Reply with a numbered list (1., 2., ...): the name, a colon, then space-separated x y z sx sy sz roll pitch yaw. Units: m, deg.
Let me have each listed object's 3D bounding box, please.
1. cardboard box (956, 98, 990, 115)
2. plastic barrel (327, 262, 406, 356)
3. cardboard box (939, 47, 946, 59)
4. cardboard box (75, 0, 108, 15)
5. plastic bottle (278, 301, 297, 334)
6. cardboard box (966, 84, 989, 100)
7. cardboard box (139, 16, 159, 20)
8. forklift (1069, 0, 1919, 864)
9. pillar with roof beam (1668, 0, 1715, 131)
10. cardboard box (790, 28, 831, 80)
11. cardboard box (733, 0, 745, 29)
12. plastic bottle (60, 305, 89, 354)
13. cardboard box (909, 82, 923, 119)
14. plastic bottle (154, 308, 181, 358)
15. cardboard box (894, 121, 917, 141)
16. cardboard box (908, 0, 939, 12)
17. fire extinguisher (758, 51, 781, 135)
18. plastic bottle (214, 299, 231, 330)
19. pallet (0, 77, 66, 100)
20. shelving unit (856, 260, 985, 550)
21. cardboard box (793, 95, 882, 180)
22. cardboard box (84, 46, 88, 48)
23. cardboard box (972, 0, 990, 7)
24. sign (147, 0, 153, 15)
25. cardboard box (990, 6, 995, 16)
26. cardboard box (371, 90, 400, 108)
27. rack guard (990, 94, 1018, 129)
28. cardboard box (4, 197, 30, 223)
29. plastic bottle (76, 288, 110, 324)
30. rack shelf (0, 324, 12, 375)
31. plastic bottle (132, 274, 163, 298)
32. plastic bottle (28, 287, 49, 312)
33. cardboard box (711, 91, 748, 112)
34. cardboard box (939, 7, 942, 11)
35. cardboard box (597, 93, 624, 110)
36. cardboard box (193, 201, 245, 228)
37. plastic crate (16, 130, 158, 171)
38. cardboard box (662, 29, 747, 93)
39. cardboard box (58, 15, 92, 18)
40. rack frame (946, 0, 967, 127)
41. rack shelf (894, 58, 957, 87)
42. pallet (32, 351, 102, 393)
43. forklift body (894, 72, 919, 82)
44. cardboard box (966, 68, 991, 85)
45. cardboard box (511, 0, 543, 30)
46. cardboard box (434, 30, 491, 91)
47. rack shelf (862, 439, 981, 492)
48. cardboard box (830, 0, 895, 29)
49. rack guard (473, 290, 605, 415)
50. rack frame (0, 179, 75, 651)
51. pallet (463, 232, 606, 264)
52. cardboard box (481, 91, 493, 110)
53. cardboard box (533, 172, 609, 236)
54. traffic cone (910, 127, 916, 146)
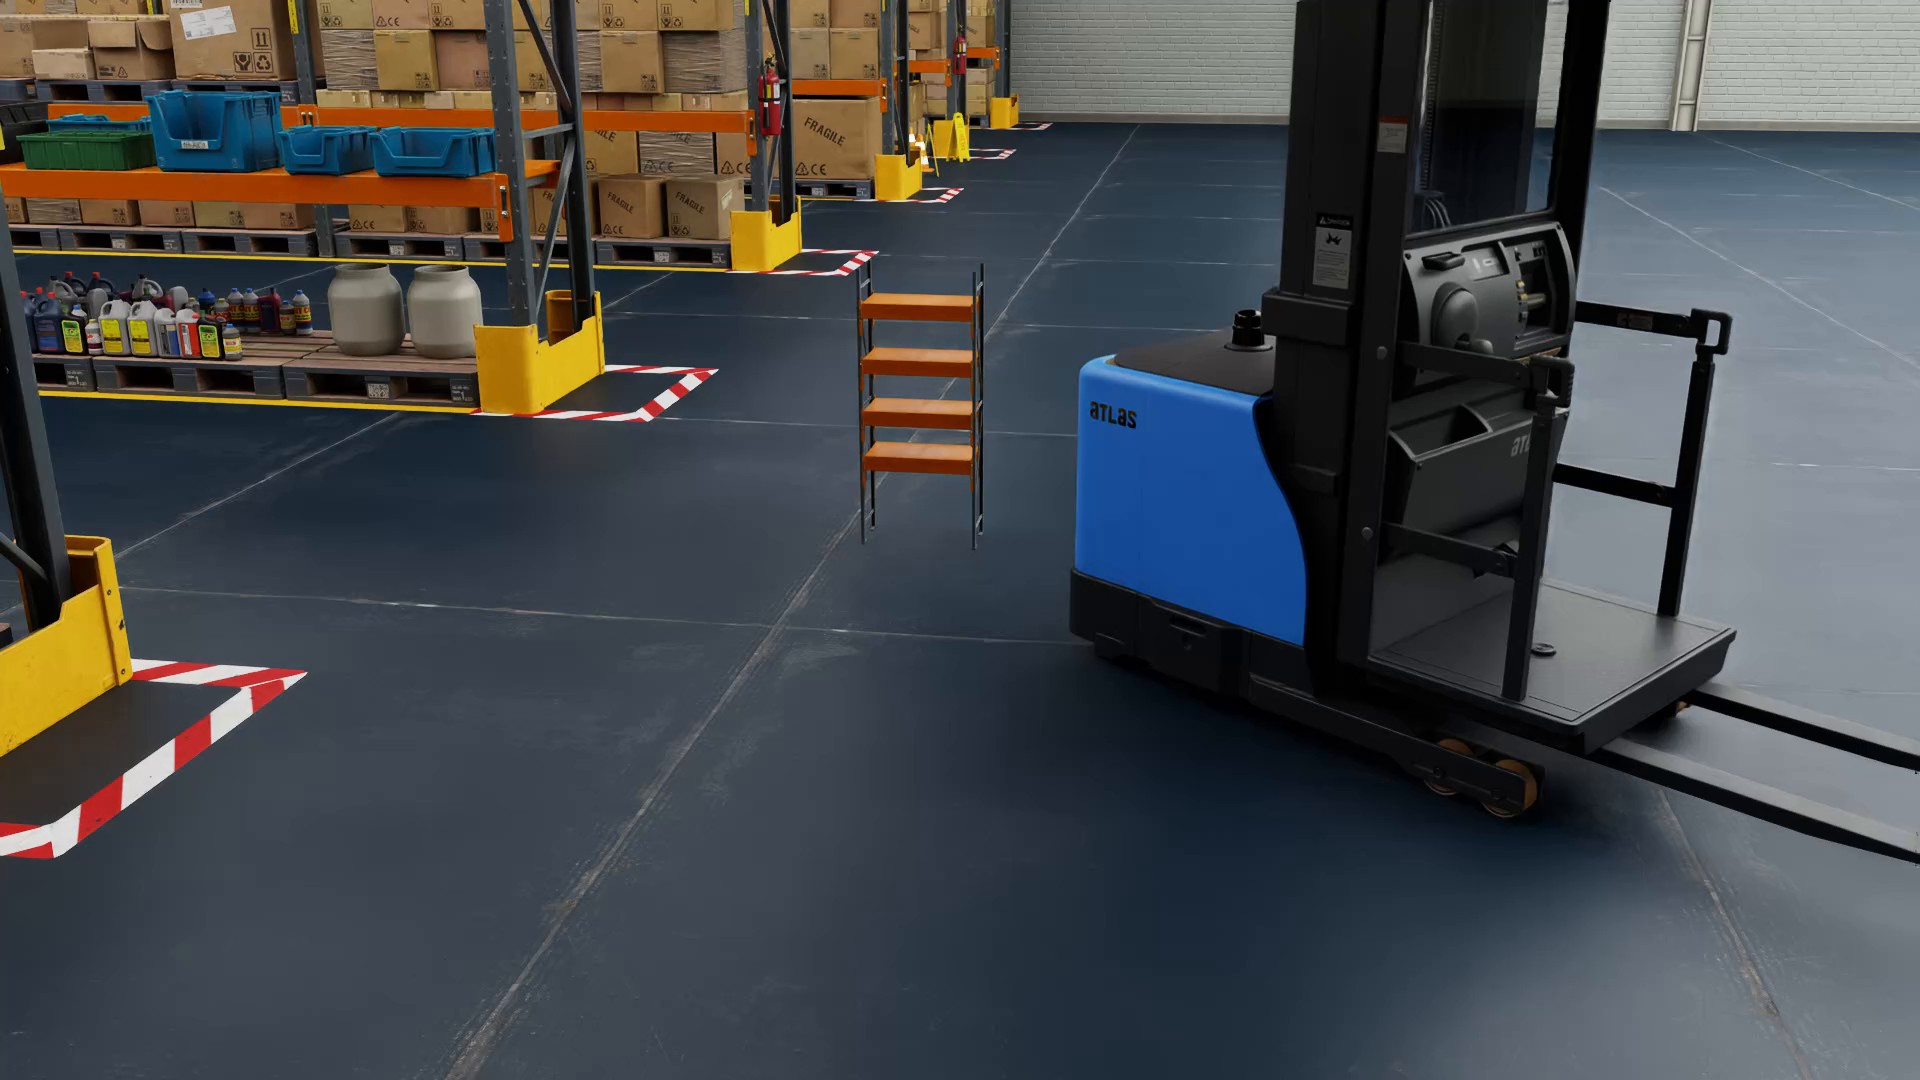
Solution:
1. cardboard box: 0.224 -7.364 28.257 0.500 0.250 0.500 3 19 9
2. plastic barrel: -3.560 -1.387 9.979 0.421 0.512 0.421 0 18 0
3. cardboard box: -0.349 -6.952 23.749 0.250 0.149 0.380 3 19 9
4. cardboard box: -12.904 -8.080 24.991 0.500 0.500 0.500 3 19 8
5. plastic bottle: -4.246 -1.409 10.502 0.097 0.201 0.097 0 18 0
6. cardboard box: 0.207 -7.603 28.183 0.500 0.250 0.500 3 19 8
7. cardboard box: -9.434 -6.093 19.581 0.250 0.149 0.380 3 19 8
8. forklift: 1.776 -0.760 4.955 1.130 2.935 3.031 -17 25 -41
9. pillar with roof beam: 11.358 -9.754 22.273 0.400 9.000 9.100 3 19 9
10. cardboard box: -1.651 -5.530 18.866 0.550 0.550 0.875 3 19 9
11. cardboard box: -2.118 -4.660 14.302 0.500 0.500 0.500 3 19 9
12. plastic bottle: -5.279 -1.253 9.909 0.133 0.283 0.061 4 19 11
13. cardboard box: -0.822 -6.368 24.098 0.500 0.500 0.500 2 19 7
14. plastic bottle: -4.668 -1.233 9.860 0.135 0.276 0.152 2 19 7
15. cardboard box: -0.911 -5.842 23.707 0.500 0.250 0.500 3 19 8
16. cardboard box: -0.585 -7.609 23.115 0.500 0.500 0.700 2 19 7
17. fire extinguisher: -1.578 -3.698 13.749 0.183 0.674 0.296 3 19 9
18. plastic bottle: -4.679 -1.431 10.568 0.097 0.201 0.097 0 18 0
19. pallet: -8.796 -4.194 15.412 1.003 0.211 1.213 3 19 9
20. shelving unit: -0.163 -0.577 7.138 0.503 1.200 0.258 3 19 9
21. cardboard box: -1.411 -4.638 19.125 0.875 0.875 0.875 3 19 9
22. cardboard box: -7.827 -4.423 15.345 0.258 0.266 0.396 2 19 7
23. cardboard box: 0.351 -8.993 27.803 0.250 0.149 0.380 3 19 9
24. sign: -11.981 -7.867 24.600 0.005 0.325 0.100 3 19 9
25. cardboard box: 0.444 -8.998 28.288 0.250 0.149 0.380 2 19 7
26. cardboard box: -4.907 -3.841 14.452 0.250 0.149 0.380 3 19 9
27. rack guard: 0.761 -7.358 28.506 0.348 0.500 1.175 3 19 9
28. cardboard box: -8.852 -3.283 15.634 0.500 0.500 0.700 2 19 6
29. plastic bottle: -5.481 -1.452 10.514 0.135 0.276 0.152 3 19 9
30. rack shelf: -5.168 -0.541 5.326 4.000 0.370 1.077 3 19 9
31. plastic bottle: -5.163 -1.519 10.596 0.185 0.351 0.144 3 19 8
32. plastic bottle: -5.599 -1.361 10.125 0.185 0.351 0.144 3 19 9
33. cardboard box: -1.932 -3.715 14.075 0.250 0.149 0.380 3 19 9
34. cardboard box: -0.396 -8.881 27.938 0.250 0.149 0.380 3 19 8
35. cardboard box: -2.918 -3.767 14.231 0.250 0.149 0.380 3 19 9
36. cardboard box: -6.638 -3.177 15.316 0.500 0.500 0.700 3 19 8
37. plastic crate: -5.057 -2.277 9.715 0.662 0.188 0.450 3 19 9
38. cardboard box: -2.157 -4.109 14.231 0.500 0.500 0.875 3 19 9
39. cardboard box: -10.463 -6.145 19.738 0.250 0.149 0.380 4 19 11
40. rack frame: -0.046 -6.989 23.464 0.127 3.000 1.000 3 19 9
41. rack shelf: -2.021 -6.749 23.879 4.000 0.370 1.077 3 19 9
42. pallet: -5.696 -1.165 10.452 1.213 0.211 1.003 3 19 9
43. forklift body: -1.424 -7.666 26.824 1.214 2.155 2.313 3 19 9
44. cardboard box: 0.233 -7.839 28.101 0.500 0.250 0.500 4 19 10
45. cardboard box: -3.680 -4.574 14.045 0.500 0.500 0.500 3 19 9
46. cardboard box: -4.135 -4.203 14.509 0.500 0.500 0.875 3 19 9
47. rack shelf: -0.163 -0.325 7.222 0.480 0.148 0.258 3 19 9
48. cardboard box: -1.092 -6.047 18.711 0.550 0.550 0.875 3 19 9
49. rack guard: -2.486 -1.137 9.912 0.348 0.500 1.175 3 19 9
50. rack frame: -3.193 -0.781 4.911 0.127 3.000 1.000 3 19 9
51. pallet: -3.691 -2.680 14.980 1.213 0.211 1.003 3 19 9
52. cardboard box: -3.920 -3.790 14.300 0.250 0.149 0.380 3 19 9
53. cardboard box: -3.443 -2.992 14.795 0.500 0.500 0.500 5 19 14
54. traffic cone: -0.675 -5.404 22.724 0.334 0.463 0.336 3 19 9
